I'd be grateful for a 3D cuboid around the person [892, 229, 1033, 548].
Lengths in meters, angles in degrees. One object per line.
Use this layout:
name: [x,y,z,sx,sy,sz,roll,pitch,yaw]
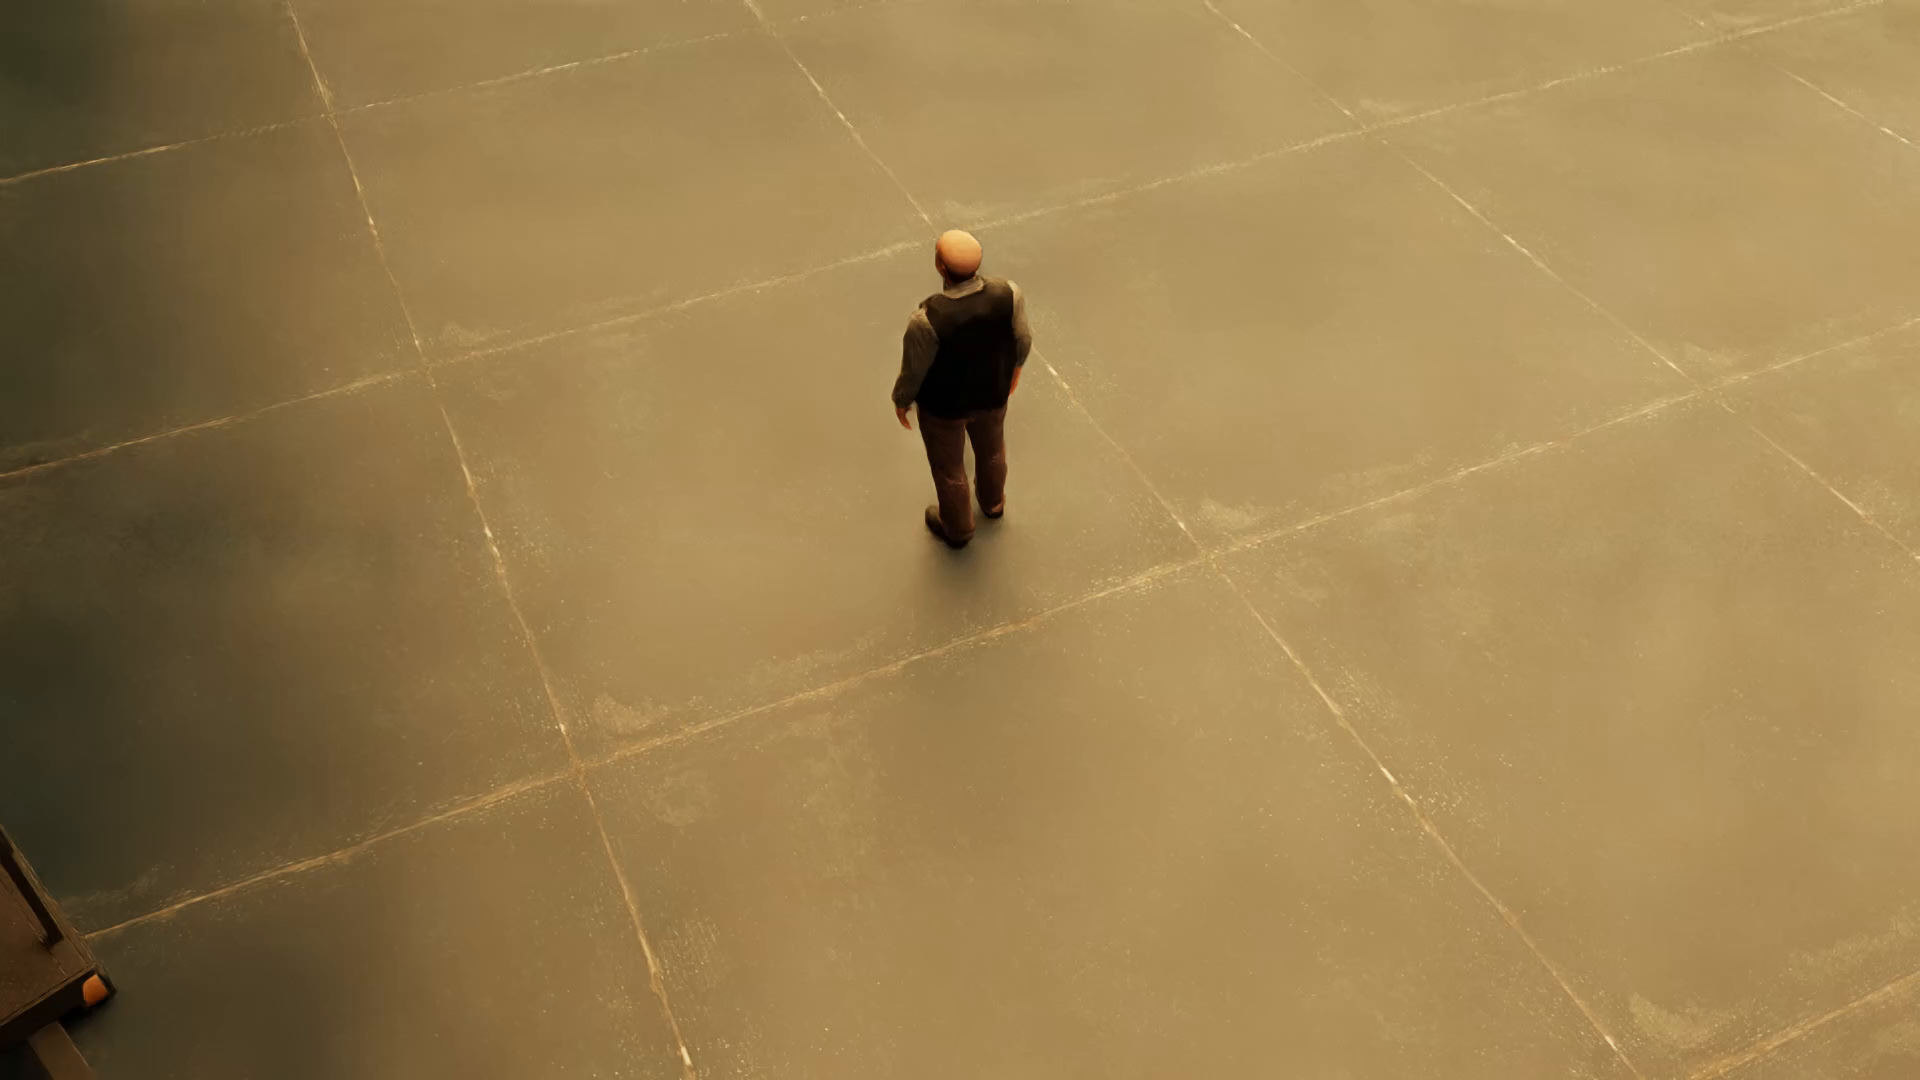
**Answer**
person: [-0.019,-0.676,7.280,0.632,1.720,0.567,-18,46,-18]
